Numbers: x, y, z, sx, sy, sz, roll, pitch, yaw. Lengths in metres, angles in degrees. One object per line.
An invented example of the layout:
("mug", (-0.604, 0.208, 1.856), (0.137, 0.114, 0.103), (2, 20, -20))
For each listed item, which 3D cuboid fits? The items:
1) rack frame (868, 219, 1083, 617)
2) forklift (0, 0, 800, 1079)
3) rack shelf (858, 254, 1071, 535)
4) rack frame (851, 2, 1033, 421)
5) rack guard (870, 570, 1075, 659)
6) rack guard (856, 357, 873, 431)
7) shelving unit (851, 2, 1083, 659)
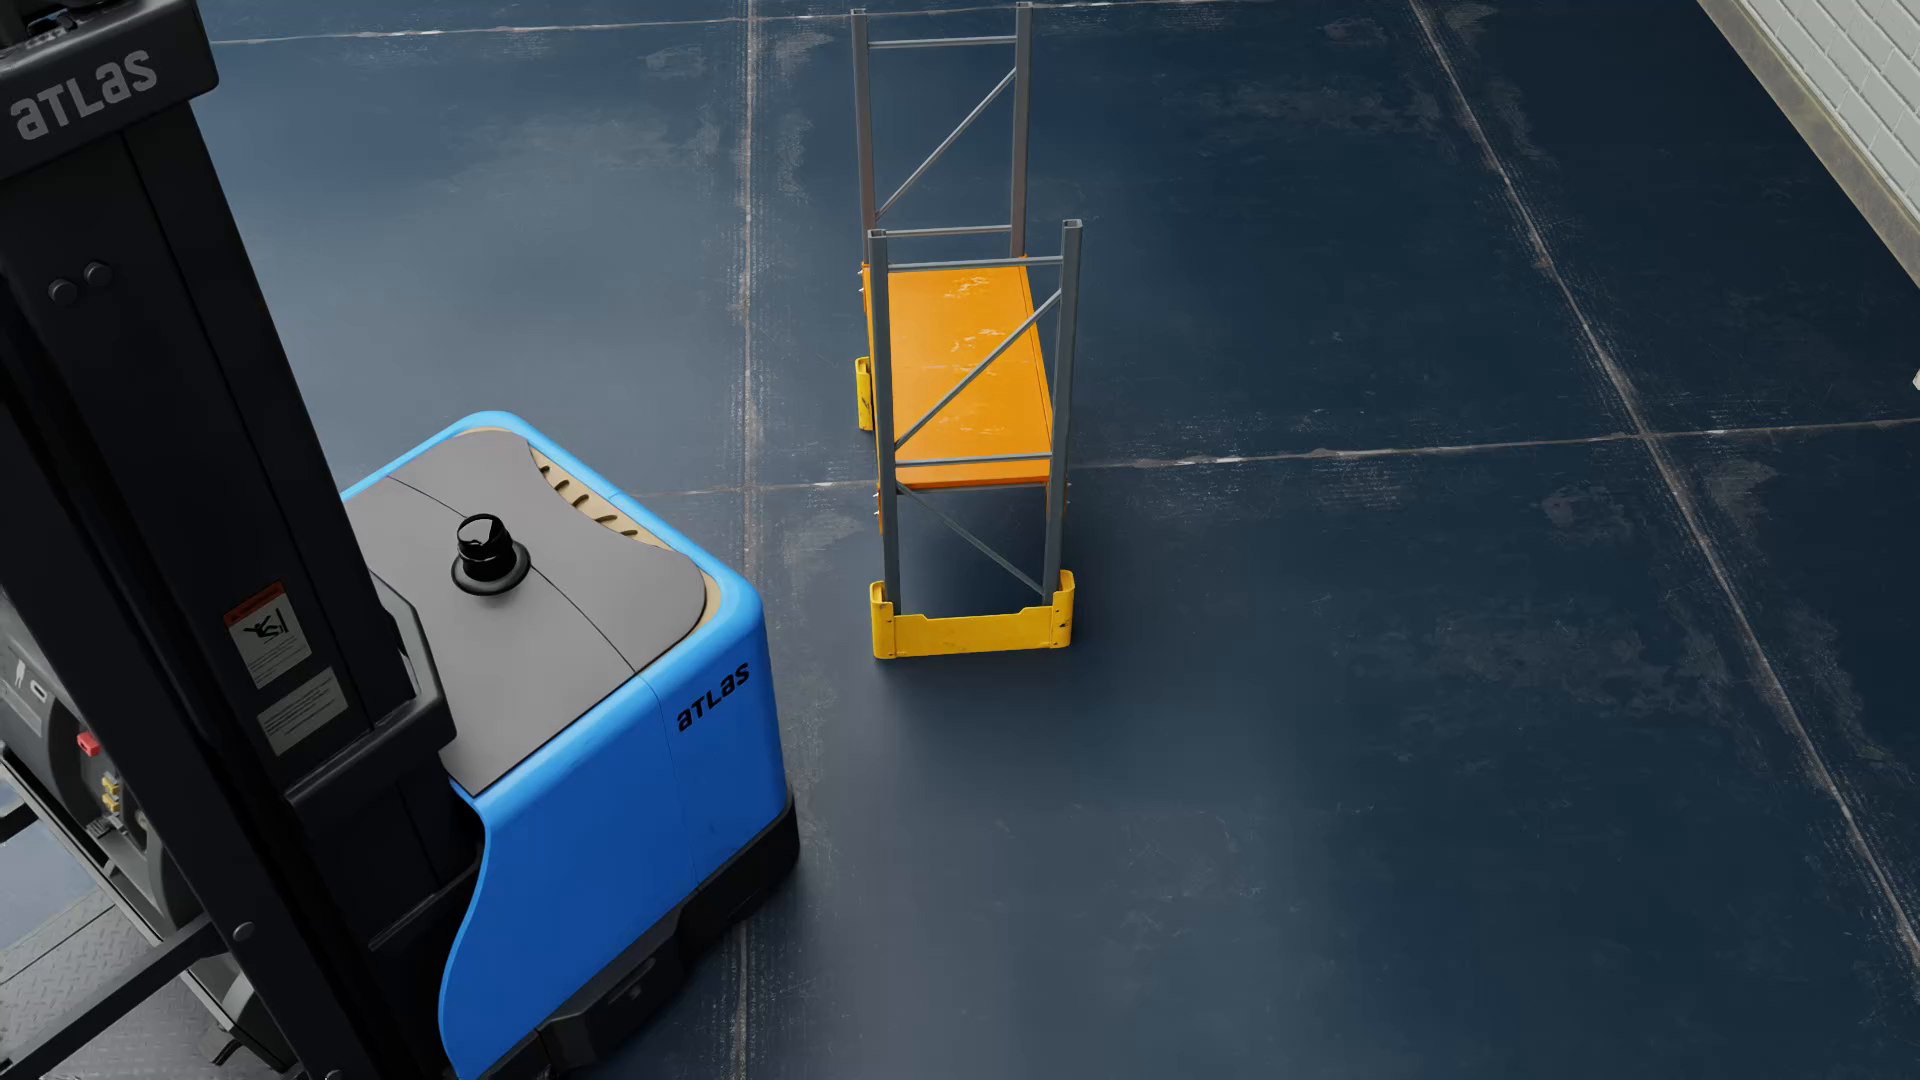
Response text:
("rack frame", (0.035, -0.210, 4.416), (0.500, 1.500, 0.032), (-3, 47, -3))
("forklift", (-1.777, 0.417, 2.836), (1.130, 2.935, 3.031), (33, 55, 27))
("rack shelf", (-0.007, -0.454, 4.895), (0.538, 0.185, 1.000), (-3, 47, -3))
("rack frame", (-0.050, -0.945, 5.112), (0.500, 1.500, 0.032), (-3, 47, -3))
("rack guard", (0.035, 0.219, 4.870), (0.587, 0.250, 0.087), (-3, 47, -3))
("rack guard", (-0.048, -0.501, 5.553), (0.587, 0.250, 0.087), (-3, 47, -3))
("shelving unit", (-0.006, -0.571, 4.758), (0.587, 1.500, 1.083), (-3, 47, -3))
